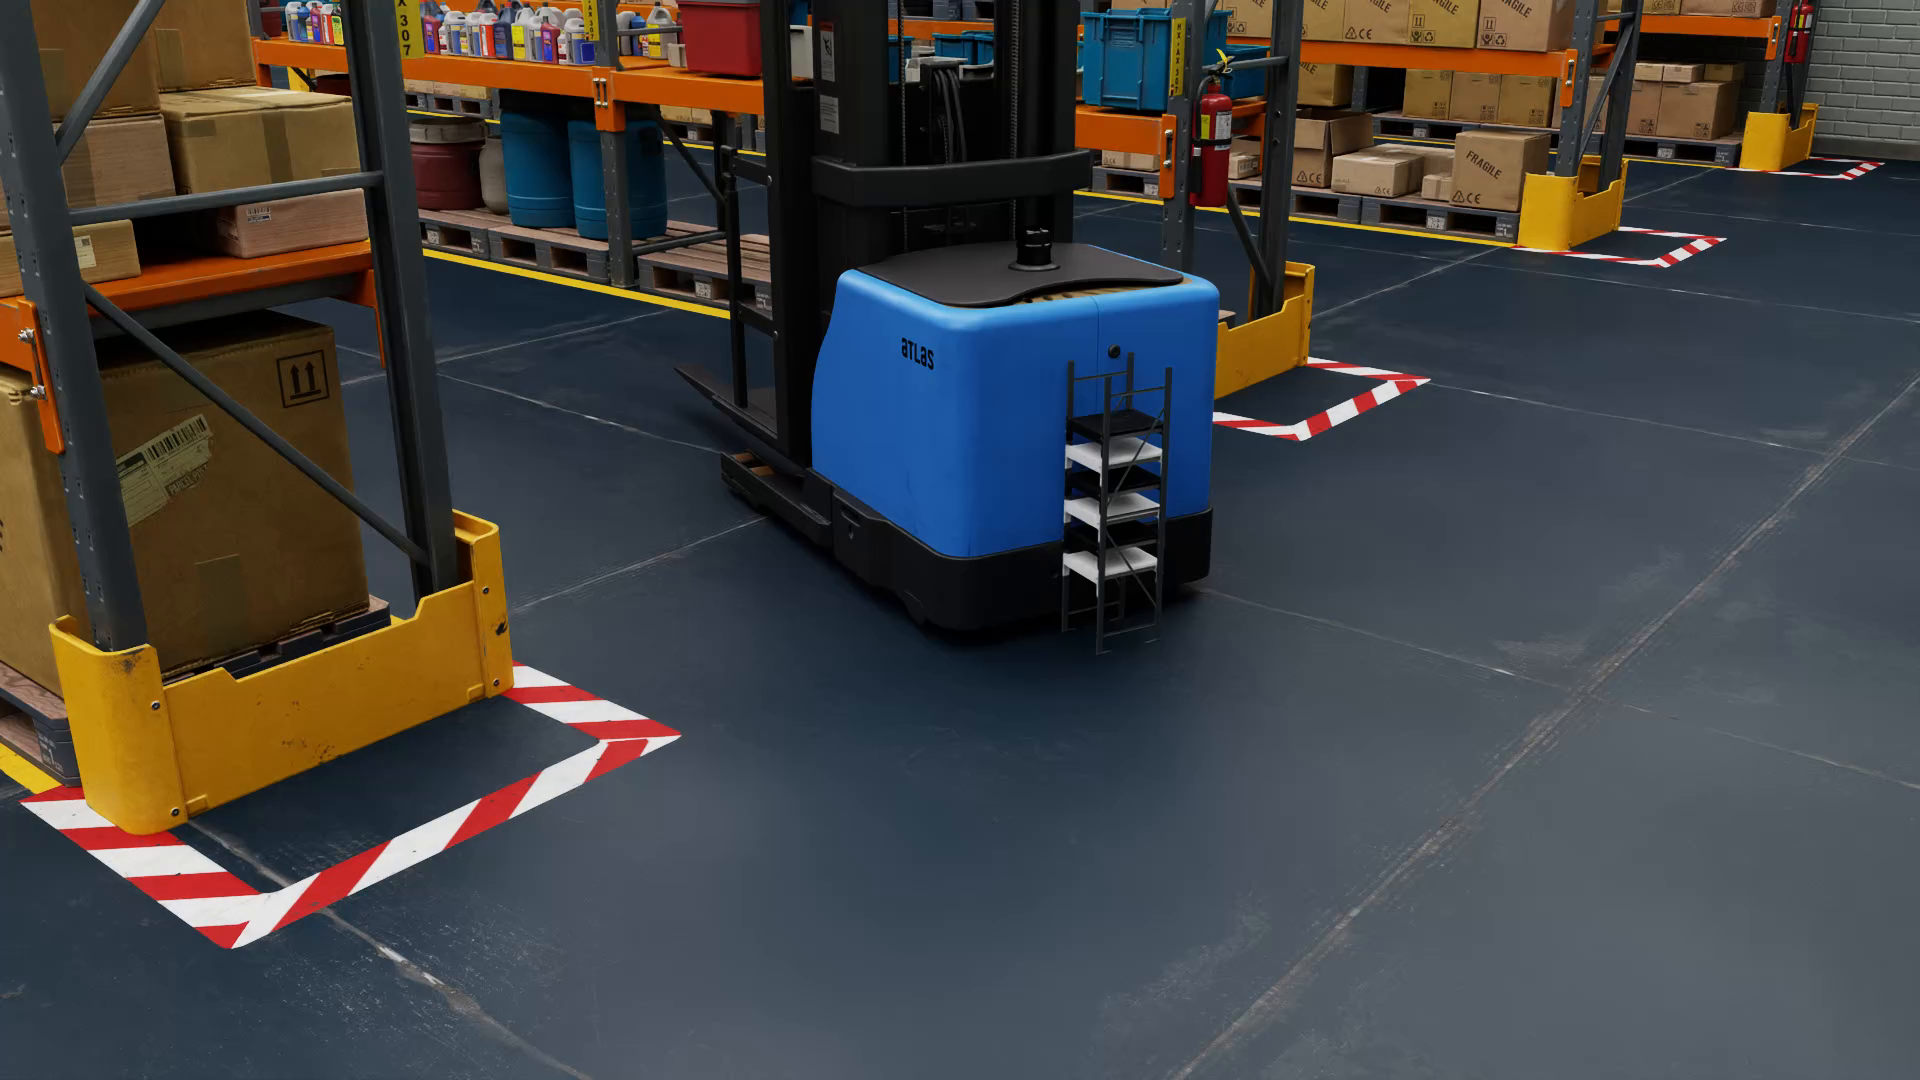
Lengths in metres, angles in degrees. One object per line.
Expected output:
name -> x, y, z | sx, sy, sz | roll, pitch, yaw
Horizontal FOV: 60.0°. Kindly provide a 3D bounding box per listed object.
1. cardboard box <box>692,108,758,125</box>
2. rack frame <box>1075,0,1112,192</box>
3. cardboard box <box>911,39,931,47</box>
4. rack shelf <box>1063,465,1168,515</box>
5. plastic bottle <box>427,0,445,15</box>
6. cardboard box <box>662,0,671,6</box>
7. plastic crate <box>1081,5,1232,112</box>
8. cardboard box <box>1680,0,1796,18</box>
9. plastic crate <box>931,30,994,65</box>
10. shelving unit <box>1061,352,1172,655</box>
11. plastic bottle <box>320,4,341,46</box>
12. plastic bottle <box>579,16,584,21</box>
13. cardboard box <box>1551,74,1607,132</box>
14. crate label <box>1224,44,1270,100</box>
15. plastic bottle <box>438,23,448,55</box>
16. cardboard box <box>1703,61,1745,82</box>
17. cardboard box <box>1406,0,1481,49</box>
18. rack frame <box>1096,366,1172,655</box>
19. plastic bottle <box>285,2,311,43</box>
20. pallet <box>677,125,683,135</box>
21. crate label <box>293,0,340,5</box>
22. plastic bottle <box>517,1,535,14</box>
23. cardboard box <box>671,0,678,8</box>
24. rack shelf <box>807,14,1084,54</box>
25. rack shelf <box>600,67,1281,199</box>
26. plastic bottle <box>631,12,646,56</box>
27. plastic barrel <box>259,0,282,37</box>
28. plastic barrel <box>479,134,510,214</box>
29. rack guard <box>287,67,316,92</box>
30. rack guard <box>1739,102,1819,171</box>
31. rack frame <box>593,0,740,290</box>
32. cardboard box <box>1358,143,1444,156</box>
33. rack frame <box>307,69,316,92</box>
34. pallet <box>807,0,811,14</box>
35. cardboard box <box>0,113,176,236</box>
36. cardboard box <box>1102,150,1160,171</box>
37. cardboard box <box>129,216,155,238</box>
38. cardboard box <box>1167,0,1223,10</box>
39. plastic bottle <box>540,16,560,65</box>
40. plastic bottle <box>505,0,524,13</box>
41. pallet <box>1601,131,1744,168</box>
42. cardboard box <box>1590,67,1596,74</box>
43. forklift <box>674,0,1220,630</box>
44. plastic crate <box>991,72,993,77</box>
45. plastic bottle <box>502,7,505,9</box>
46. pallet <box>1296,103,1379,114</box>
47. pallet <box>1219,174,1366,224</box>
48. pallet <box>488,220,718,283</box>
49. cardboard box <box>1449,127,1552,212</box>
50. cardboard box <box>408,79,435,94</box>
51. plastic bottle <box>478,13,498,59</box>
cardboard box -> -2.330, -4.305, 16.634 | 0.500, 0.250, 0.500 | 17, 26, 38
rack frame -> 1.331, -4.452, 13.722 | 0.127, 3.000, 1.000 | 16, 26, 36
cardboard box -> -0.355, -6.242, 21.388 | 0.500, 0.500, 0.700 | 16, 26, 37
rack shelf -> 0.483, -0.165, 5.169 | 0.258, 0.077, 0.200 | -11, 23, -27
plastic bottle -> -3.585, -3.508, 11.290 | 0.185, 0.351, 0.144 | 16, 26, 36
cardboard box -> -2.792, -5.496, 16.846 | 0.250, 0.149, 0.380 | 19, 27, 40
plastic crate -> 0.917, -2.274, 7.813 | 0.499, 0.435, 0.616 | 16, 26, 36
cardboard box -> 7.157, -5.166, 15.190 | 0.700, 0.700, 0.980 | 18, 27, 39
plastic crate -> 0.059, -2.662, 9.127 | 0.300, 0.233, 0.416 | 16, 26, 36
shelving unit -> 0.483, -0.112, 5.189 | 0.258, 0.900, 0.210 | -11, 23, -27
plastic bottle -> -4.414, -3.645, 11.758 | 0.135, 0.276, 0.152 | 16, 26, 36
plastic bottle -> -2.507, -3.440, 11.206 | 0.133, 0.283, 0.061 | 16, 26, 36
cardboard box -> 6.176, -4.294, 16.250 | 0.500, 0.500, 0.700 | 15, 25, 35
crate label -> 1.312, -2.301, 8.171 | 0.303, 0.233, 0.416 | 16, 26, 36
plastic bottle -> -3.379, -3.299, 10.947 | 0.097, 0.201, 0.097 | 0, 21, 0
cardboard box -> 7.177, -4.400, 15.614 | 0.250, 0.149, 0.380 | 16, 26, 37
cardboard box -> 3.506, -3.746, 11.710 | 0.500, 0.500, 0.500 | 16, 26, 37
rack frame -> 0.532, -0.080, 5.106 | 0.240, 0.900, 0.006 | -11, 23, -27
plastic bottle -> -4.772, -3.748, 12.032 | 0.135, 0.276, 0.152 | 16, 26, 36
pallet -> -3.322, -4.506, 17.818 | 1.213, 0.211, 1.003 | 16, 26, 36
crate label -> -4.992, -4.109, 13.050 | 0.416, 0.233, 0.303 | 16, 26, 36
plastic bottle -> -2.775, -3.272, 10.663 | 0.185, 0.351, 0.144 | 16, 26, 36
cardboard box -> -2.640, -5.352, 16.465 | 0.250, 0.149, 0.380 | 16, 26, 36
rack shelf -> -0.219, -4.561, 15.032 | 4.000, 0.370, 1.077 | 16, 26, 36
rack shelf -> -0.255, -2.316, 9.077 | 4.000, 0.370, 1.077 | 16, 26, 36
plastic bottle -> -2.098, -3.309, 10.874 | 0.097, 0.271, 0.097 | 0, 21, 0
plastic barrel -> -5.454, -4.075, 12.531 | 0.708, 0.536, 0.600 | 16, 26, 36
plastic barrel -> -3.144, -2.565, 11.650 | 0.421, 0.512, 0.421 | 0, 21, 0
rack guard -> -7.985, -5.965, 21.277 | 0.348, 0.500, 1.175 | 16, 26, 36
rack guard -> 7.577, -3.739, 15.375 | 0.348, 0.500, 1.175 | 16, 26, 36
rack frame -> -1.804, -3.098, 10.133 | 0.127, 3.000, 1.000 | 16, 26, 36
cardboard box -> 3.413, -2.901, 12.882 | 0.500, 0.250, 0.500 | 16, 26, 36
rack frame -> -7.966, -7.129, 20.821 | 0.127, 3.000, 1.000 | 16, 26, 36
pallet -> -1.199, -5.122, 15.772 | 1.003, 0.211, 1.213 | 16, 26, 36
cardboard box -> -2.380, -0.957, 4.245 | 0.500, 0.250, 0.500 | 16, 26, 35
cardboard box -> 1.519, -3.247, 13.714 | 0.500, 0.311, 0.500 | 16, 26, 36
cardboard box -> -2.302, -1.018, 4.972 | 0.250, 0.149, 0.380 | 15, 26, 35
cardboard box -> 1.952, -4.197, 12.905 | 0.500, 0.500, 0.500 | 17, 26, 37
plastic bottle -> -2.522, -3.083, 10.257 | 0.133, 0.283, 0.061 | 16, 26, 36
plastic bottle -> -3.091, -3.621, 11.590 | 0.185, 0.351, 0.144 | 16, 26, 36
pallet -> 6.890, -3.766, 15.857 | 1.213, 0.211, 1.003 | 16, 26, 36
cardboard box -> 6.193, -4.683, 16.363 | 0.250, 0.149, 0.380 | 16, 26, 37
forklift -> -0.300, -1.564, 6.161 | 1.130, 2.935, 3.031 | -11, 23, -27
plastic crate -> 0.333, -2.312, 8.336 | 0.243, 0.136, 0.396 | 16, 26, 36
plastic bottle -> -3.133, -3.541, 11.490 | 0.097, 0.271, 0.097 | 0, 21, 0
pallet -> 3.815, -4.653, 18.209 | 1.213, 0.211, 1.003 | 16, 26, 36
pallet -> 2.811, -2.721, 13.086 | 1.213, 0.211, 1.003 | 16, 26, 36
pallet -> -2.376, -1.977, 11.112 | 1.213, 0.211, 1.003 | 16, 26, 36
cardboard box -> 3.853, -2.649, 11.862 | 0.500, 0.500, 0.500 | 16, 26, 36
cardboard box -> -6.142, -5.412, 19.570 | 0.500, 0.250, 0.500 | 16, 26, 36
plastic bottle -> -2.988, -3.234, 10.669 | 0.135, 0.276, 0.152 | 16, 26, 36
